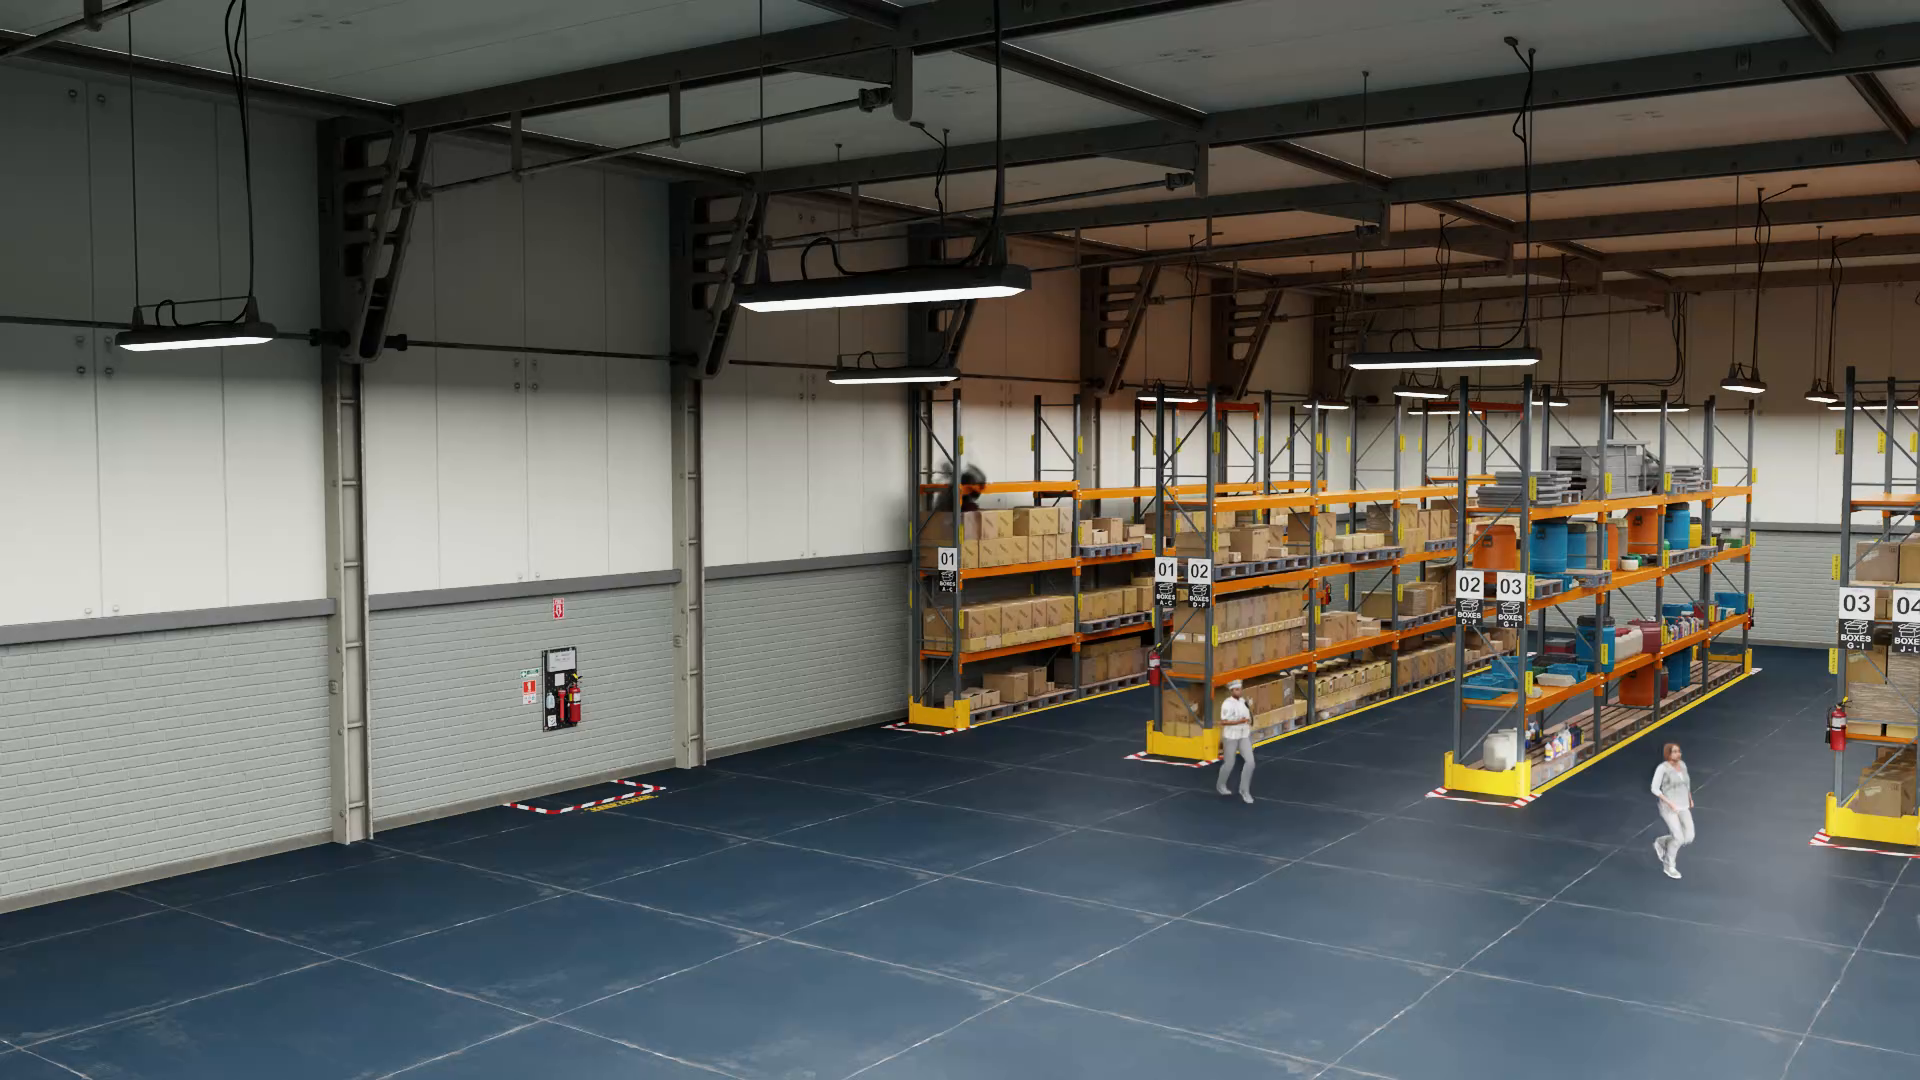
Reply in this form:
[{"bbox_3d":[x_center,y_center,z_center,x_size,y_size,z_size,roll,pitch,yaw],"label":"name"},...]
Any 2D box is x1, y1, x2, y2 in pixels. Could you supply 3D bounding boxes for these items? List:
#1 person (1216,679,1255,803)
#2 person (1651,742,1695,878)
[{"bbox_3d":[3.892,2.823,23.415,0.556,1.757,0.714,-2,4,-28],"label":"person"},{"bbox_3d":[8.284,3.127,19.354,0.541,1.566,0.488,-1,3,-20],"label":"person"}]
